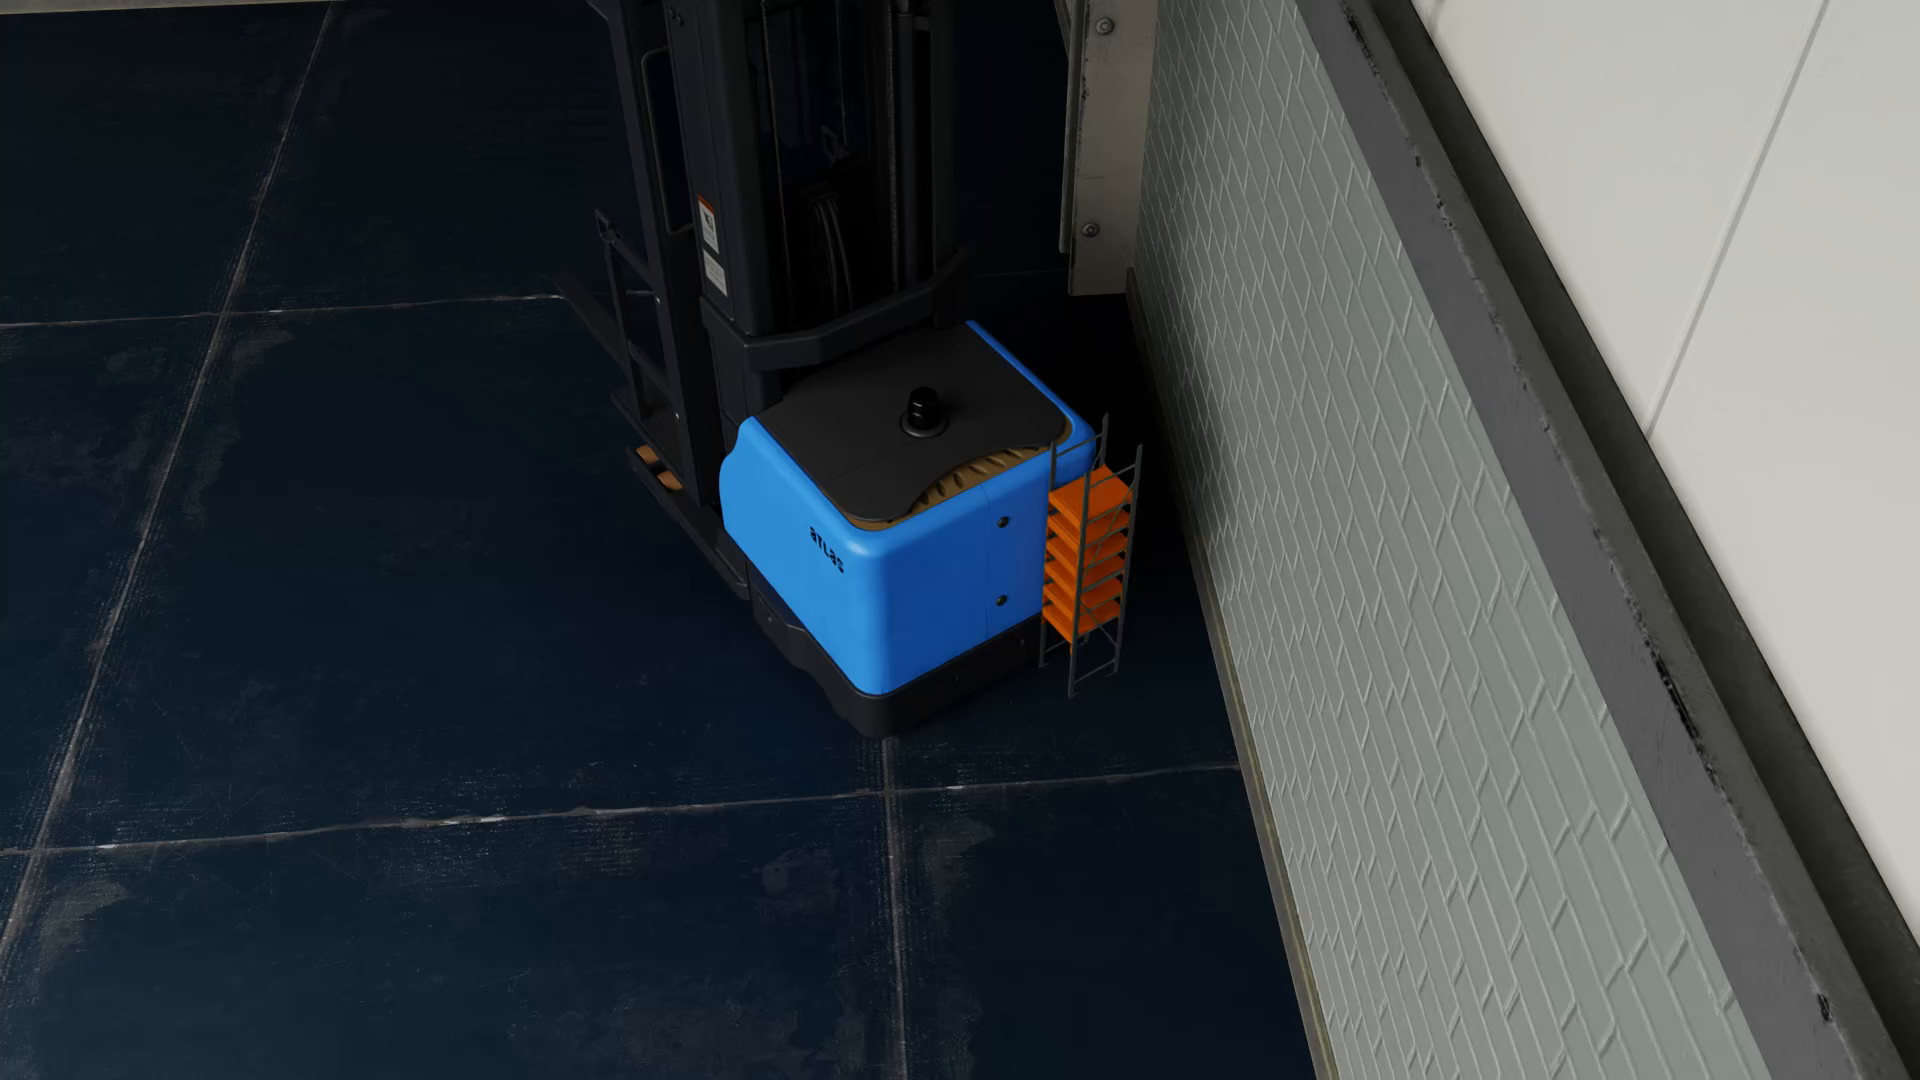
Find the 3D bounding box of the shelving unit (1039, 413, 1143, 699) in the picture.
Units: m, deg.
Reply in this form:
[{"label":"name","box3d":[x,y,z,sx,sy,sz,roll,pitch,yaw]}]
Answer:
[{"label":"shelving unit","box3d":[0.458,0.087,5.977,0.258,1.200,0.189,-27,52,-23]}]

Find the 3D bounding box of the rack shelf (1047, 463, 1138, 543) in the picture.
[{"label":"rack shelf","box3d":[0.458,-0.130,5.748,0.258,0.103,0.180,-27,52,-23]}]

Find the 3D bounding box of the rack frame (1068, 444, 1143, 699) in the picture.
[{"label":"rack frame","box3d":[0.510,0.142,5.926,0.240,1.200,0.006,-27,52,-23]}]

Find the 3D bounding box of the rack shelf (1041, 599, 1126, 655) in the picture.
[{"label":"rack shelf","box3d":[0.458,0.283,6.184,0.258,0.103,0.180,-27,52,-23]}]

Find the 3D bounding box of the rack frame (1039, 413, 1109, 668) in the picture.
[{"label":"rack frame","box3d":[0.405,0.033,6.029,0.240,1.200,0.006,-27,52,-23]}]

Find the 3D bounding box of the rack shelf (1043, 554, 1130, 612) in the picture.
[{"label":"rack shelf","box3d":[0.458,0.118,6.010,0.258,0.103,0.180,-27,52,-23]}]

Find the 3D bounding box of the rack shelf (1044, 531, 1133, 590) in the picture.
[{"label":"rack shelf","box3d":[0.458,0.035,5.923,0.258,0.103,0.180,-27,52,-23]}]

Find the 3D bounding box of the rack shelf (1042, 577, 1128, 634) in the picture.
[{"label":"rack shelf","box3d":[0.458,0.200,6.097,0.258,0.103,0.180,-27,52,-23]}]

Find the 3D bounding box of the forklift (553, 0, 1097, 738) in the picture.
[{"label":"forklift","box3d":[-0.758,-1.320,6.118,1.130,2.935,3.031,-27,52,-23]}]

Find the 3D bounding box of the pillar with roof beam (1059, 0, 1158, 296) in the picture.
[{"label":"pillar with roof beam","box3d":[-3.627,-4.161,4.629,9.100,9.000,0.400,-3,47,-3]}]

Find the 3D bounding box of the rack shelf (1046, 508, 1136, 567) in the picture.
[{"label":"rack shelf","box3d":[0.458,-0.047,5.835,0.258,0.103,0.180,-27,52,-23]}]
